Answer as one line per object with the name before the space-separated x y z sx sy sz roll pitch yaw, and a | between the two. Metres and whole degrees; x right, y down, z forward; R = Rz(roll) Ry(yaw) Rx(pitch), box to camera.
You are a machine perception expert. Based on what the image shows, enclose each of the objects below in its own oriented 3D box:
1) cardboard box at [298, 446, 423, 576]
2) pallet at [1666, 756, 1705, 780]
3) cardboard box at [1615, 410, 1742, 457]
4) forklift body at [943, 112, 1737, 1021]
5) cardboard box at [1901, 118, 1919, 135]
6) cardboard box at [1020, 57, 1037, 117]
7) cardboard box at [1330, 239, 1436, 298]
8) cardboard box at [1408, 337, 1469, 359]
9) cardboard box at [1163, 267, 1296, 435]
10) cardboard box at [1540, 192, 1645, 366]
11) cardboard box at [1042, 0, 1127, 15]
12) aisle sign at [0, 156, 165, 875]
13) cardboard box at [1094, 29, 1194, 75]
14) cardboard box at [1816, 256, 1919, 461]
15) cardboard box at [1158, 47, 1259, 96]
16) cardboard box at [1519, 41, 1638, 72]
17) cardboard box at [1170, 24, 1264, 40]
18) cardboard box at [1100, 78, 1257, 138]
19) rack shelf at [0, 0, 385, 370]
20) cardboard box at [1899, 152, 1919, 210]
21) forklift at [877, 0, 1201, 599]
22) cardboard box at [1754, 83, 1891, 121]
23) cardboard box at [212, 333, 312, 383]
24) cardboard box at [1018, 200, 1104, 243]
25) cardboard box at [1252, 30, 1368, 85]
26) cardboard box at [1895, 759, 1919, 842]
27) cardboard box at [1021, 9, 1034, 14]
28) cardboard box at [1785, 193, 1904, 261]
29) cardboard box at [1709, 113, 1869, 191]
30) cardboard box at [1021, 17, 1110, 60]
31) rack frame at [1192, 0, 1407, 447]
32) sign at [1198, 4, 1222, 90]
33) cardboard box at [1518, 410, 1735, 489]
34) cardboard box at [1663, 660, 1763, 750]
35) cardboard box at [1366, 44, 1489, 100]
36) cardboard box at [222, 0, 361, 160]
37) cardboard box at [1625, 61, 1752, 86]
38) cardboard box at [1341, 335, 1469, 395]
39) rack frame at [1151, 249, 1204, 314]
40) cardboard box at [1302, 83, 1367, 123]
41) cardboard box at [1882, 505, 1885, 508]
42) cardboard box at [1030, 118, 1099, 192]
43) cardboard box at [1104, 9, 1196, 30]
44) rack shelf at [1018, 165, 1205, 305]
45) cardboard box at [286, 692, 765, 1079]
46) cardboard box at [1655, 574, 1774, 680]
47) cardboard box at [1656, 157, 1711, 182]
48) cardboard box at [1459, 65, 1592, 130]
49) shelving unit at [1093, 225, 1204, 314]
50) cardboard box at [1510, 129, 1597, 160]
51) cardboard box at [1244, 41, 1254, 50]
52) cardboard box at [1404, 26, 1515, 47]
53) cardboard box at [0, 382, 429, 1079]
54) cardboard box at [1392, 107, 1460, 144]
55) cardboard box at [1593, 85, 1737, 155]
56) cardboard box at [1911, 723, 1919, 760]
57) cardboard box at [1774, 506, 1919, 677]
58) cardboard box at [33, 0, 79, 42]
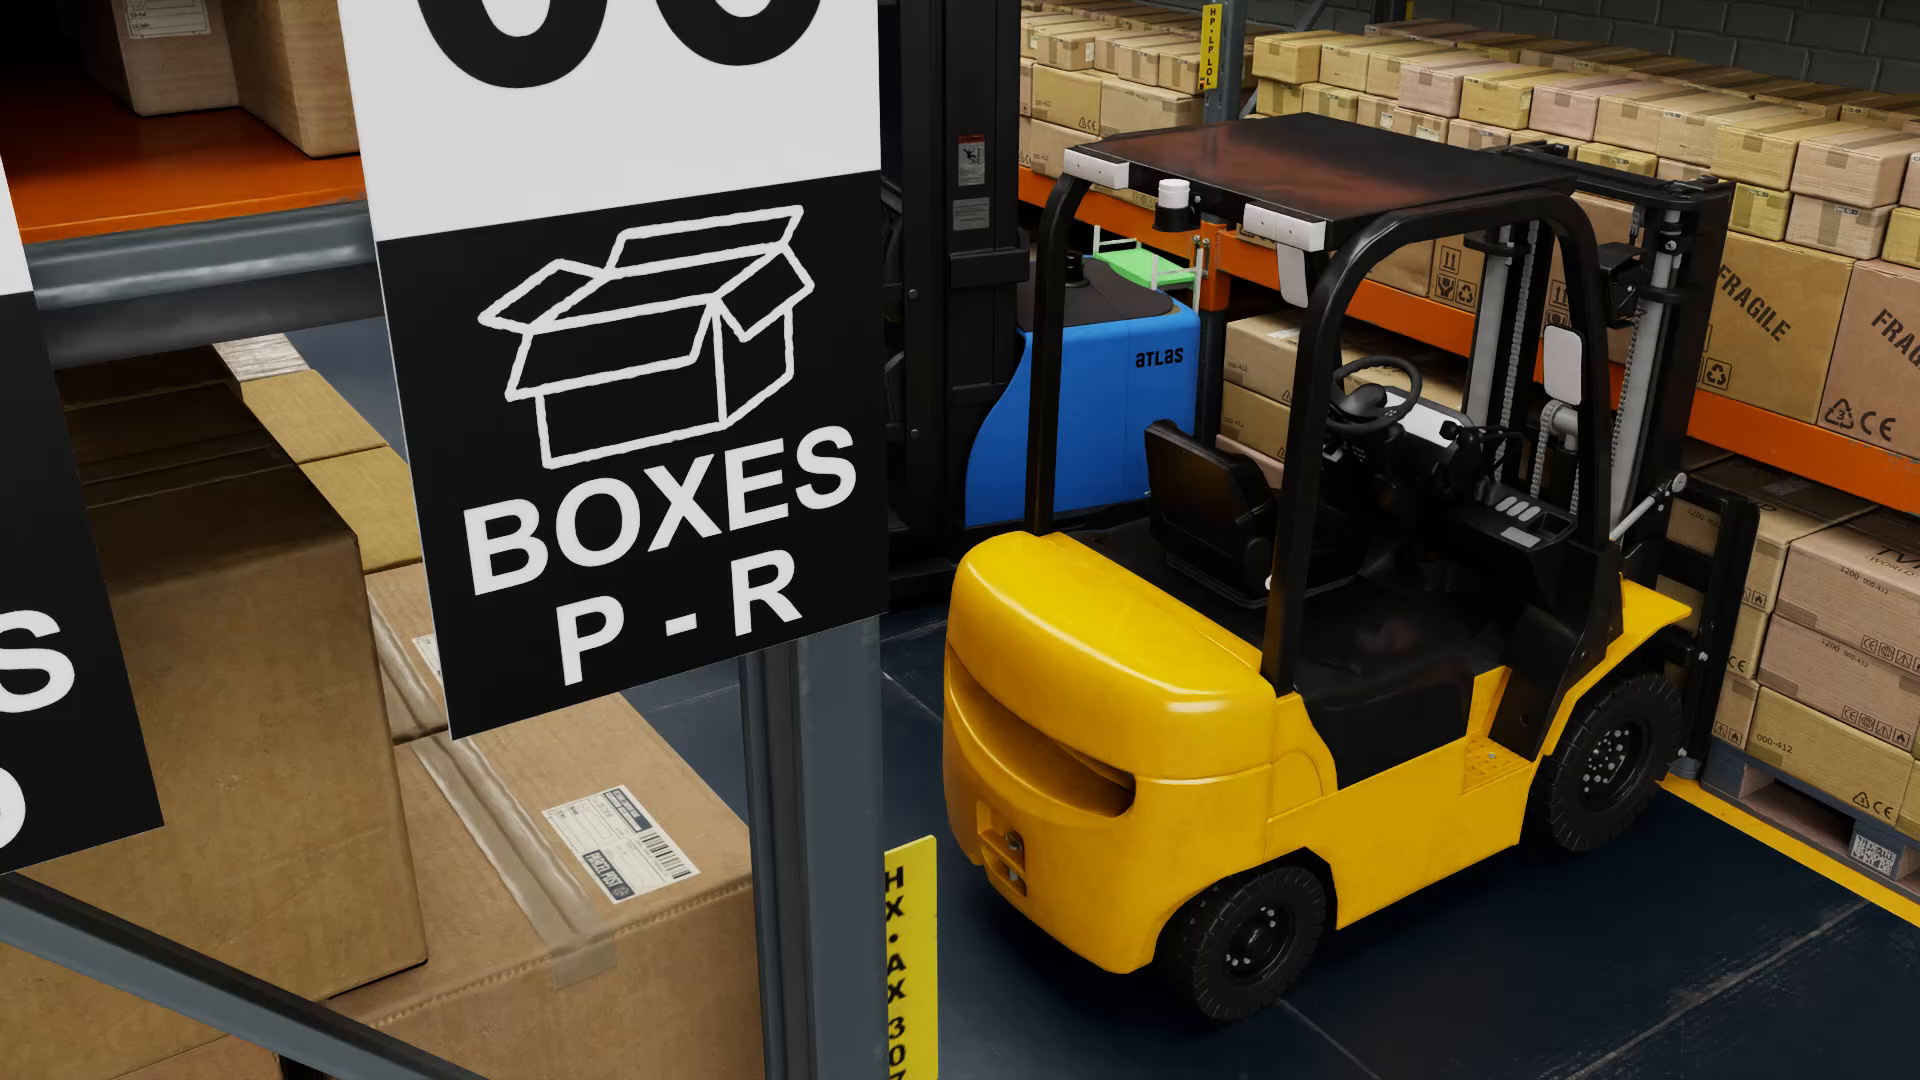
cardboard box | -1.113 0.198 2.851 0.500 0.500 0.500 -16 30 -31
pallet | 2.520 0.382 6.194 1.003 0.211 1.213 -16 29 -30
cardboard box | 2.717 -0.338 6.011 0.500 0.250 0.500 -16 30 -31
forklift body | 1.071 -0.049 4.834 2.313 2.155 1.214 -16 29 -30
cardboard box | 3.072 -1.196 5.043 0.380 0.149 0.250 -15 29 -28
cardboard box | 0.408 -2.251 8.095 0.500 0.250 0.500 -15 29 -29
cardboard box | 1.773 -1.254 6.274 0.500 0.500 0.500 -15 29 -29
cardboard box | 2.171 -0.700 6.777 0.500 0.250 0.500 -16 30 -30
cardboard box | 1.157 -0.910 7.954 0.875 0.625 0.625 -14 29 -27
cardboard box | 2.307 -0.888 5.500 0.500 0.500 0.500 -15 29 -29
cardboard box | 0.646 -2.681 8.538 0.380 0.149 0.250 -15 29 -29
aisle sign | -0.731 -0.107 0.918 0.394 0.787 0.004 -16 29 -30
cardboard box | 0.833 -2.207 7.535 0.380 0.149 0.250 -16 29 -30
cardboard box | 2.871 -0.527 4.736 0.500 0.500 0.500 -15 29 -28
cardboard box | 1.079 -2.019 7.137 0.380 0.149 0.250 -14 29 -28
cardboard box | 2.326 -1.774 6.268 0.380 0.149 0.250 -16 30 -31
cardboard box | 1.201 -2.322 7.779 0.380 0.149 0.250 -16 29 -30
cardboard box | 0.969 -1.885 7.319 0.500 0.250 0.500 -16 30 -31
rack shelf | -1.614 -0.768 2.692 1.077 0.370 4.000 -16 29 -30
cardboard box | 2.863 -1.006 4.642 0.380 0.149 0.250 -15 29 -29
forklift | -0.584 -1.230 6.422 3.031 2.935 1.130 -9 27 -19
cardboard box | 2.810 -1.382 5.439 0.380 0.149 0.250 -15 29 -29
cardboard box | -1.681 -0.164 3.618 0.500 0.500 0.500 -15 29 -28
cardboard box | 0.328 -1.458 9.115 0.875 0.625 0.625 -17 30 -32
cardboard box | 1.377 -1.900 6.536 0.380 0.149 0.250 -15 29 -29
cardboard box | 3.114 0.779 4.814 0.500 0.250 0.500 -15 29 -29
cardboard box | 0.147 -2.546 8.253 0.380 0.149 0.250 -16 30 -31
cardboard box | 2.645 -0.944 4.859 0.380 0.149 0.250 -17 30 -31
cardboard box | 2.482 -1.165 4.978 0.380 0.149 0.250 -15 29 -29
cardboard box | 0.488 -2.379 7.898 0.380 0.149 0.250 -16 30 -31
rack frame | 1.451 -1.610 7.147 1.000 3.000 0.127 -16 29 -30
sign | 1.002 -1.968 6.642 0.100 0.325 0.005 -16 29 -30
cardboard box | 2.284 -0.213 5.745 0.500 0.250 0.500 -16 30 -31
cardboard box | 2.584 0.418 5.579 0.500 0.250 0.500 -15 29 -29
cardboard box | 1.742 -1.739 6.194 0.380 0.149 0.250 -16 30 -31
cardboard box | -0.431 -0.459 1.488 0.380 0.149 0.250 -16 29 -30
cardboard box | 2.551 -1.574 5.845 0.380 0.149 0.250 -16 30 -30
cardboard box | 1.723 -0.578 6.517 0.500 0.250 0.500 -15 29 -29
rack frame | 0.901 -0.660 7.193 0.240 1.200 0.015 -11 28 -23
cardboard box | 1.547 -1.681 6.421 0.380 0.149 0.250 -15 29 -28
cardboard box | 3.255 0.028 5.235 0.500 0.250 0.500 -15 29 -29
cardboard box | 0.678 -1.840 7.810 0.500 0.250 0.500 -16 29 -30
cardboard box | 0.929 -2.504 8.163 0.380 0.149 0.250 -16 29 -30
rack shelf | 0.359 -2.000 8.816 1.077 0.370 4.000 -16 29 -30
cardboard box | -0.548 0.565 2.074 0.500 0.500 0.500 -16 30 -30
cardboard box | 2.543 0.185 5.488 0.500 0.250 0.500 -16 30 -31
cardboard box | 2.429 -1.140 5.275 0.380 0.149 0.250 -16 30 -30
cardboard box | 1.961 -1.536 5.765 0.380 0.149 0.250 -16 30 -30
shelving unit | 0.796 -0.758 7.391 0.258 1.200 0.503 -11 28 -23
cardboard box | 2.079 -1.309 5.632 0.380 0.149 0.250 -17 30 -31
cardboard box | 1.439 -2.125 7.360 0.380 0.149 0.250 -16 30 -31
cardboard box | 1.981 -1.940 6.621 0.380 0.149 0.250 -16 30 -31
cardboard box | -0.984 0.215 1.644 0.700 0.500 0.500 -16 30 -31
cardboard box | 1.786 -1.489 6.014 0.380 0.149 0.250 -15 29 -28
cardboard box | 2.297 -1.373 5.419 0.380 0.149 0.250 -15 29 -29
cardboard box | 3.107 0.547 4.722 0.500 0.250 0.500 -16 30 -30
cardboard box | 2.838 0.148 4.979 0.500 0.250 0.500 -15 29 -29
cardboard box | -0.921 -0.717 2.036 0.380 0.149 0.250 -16 29 -30
